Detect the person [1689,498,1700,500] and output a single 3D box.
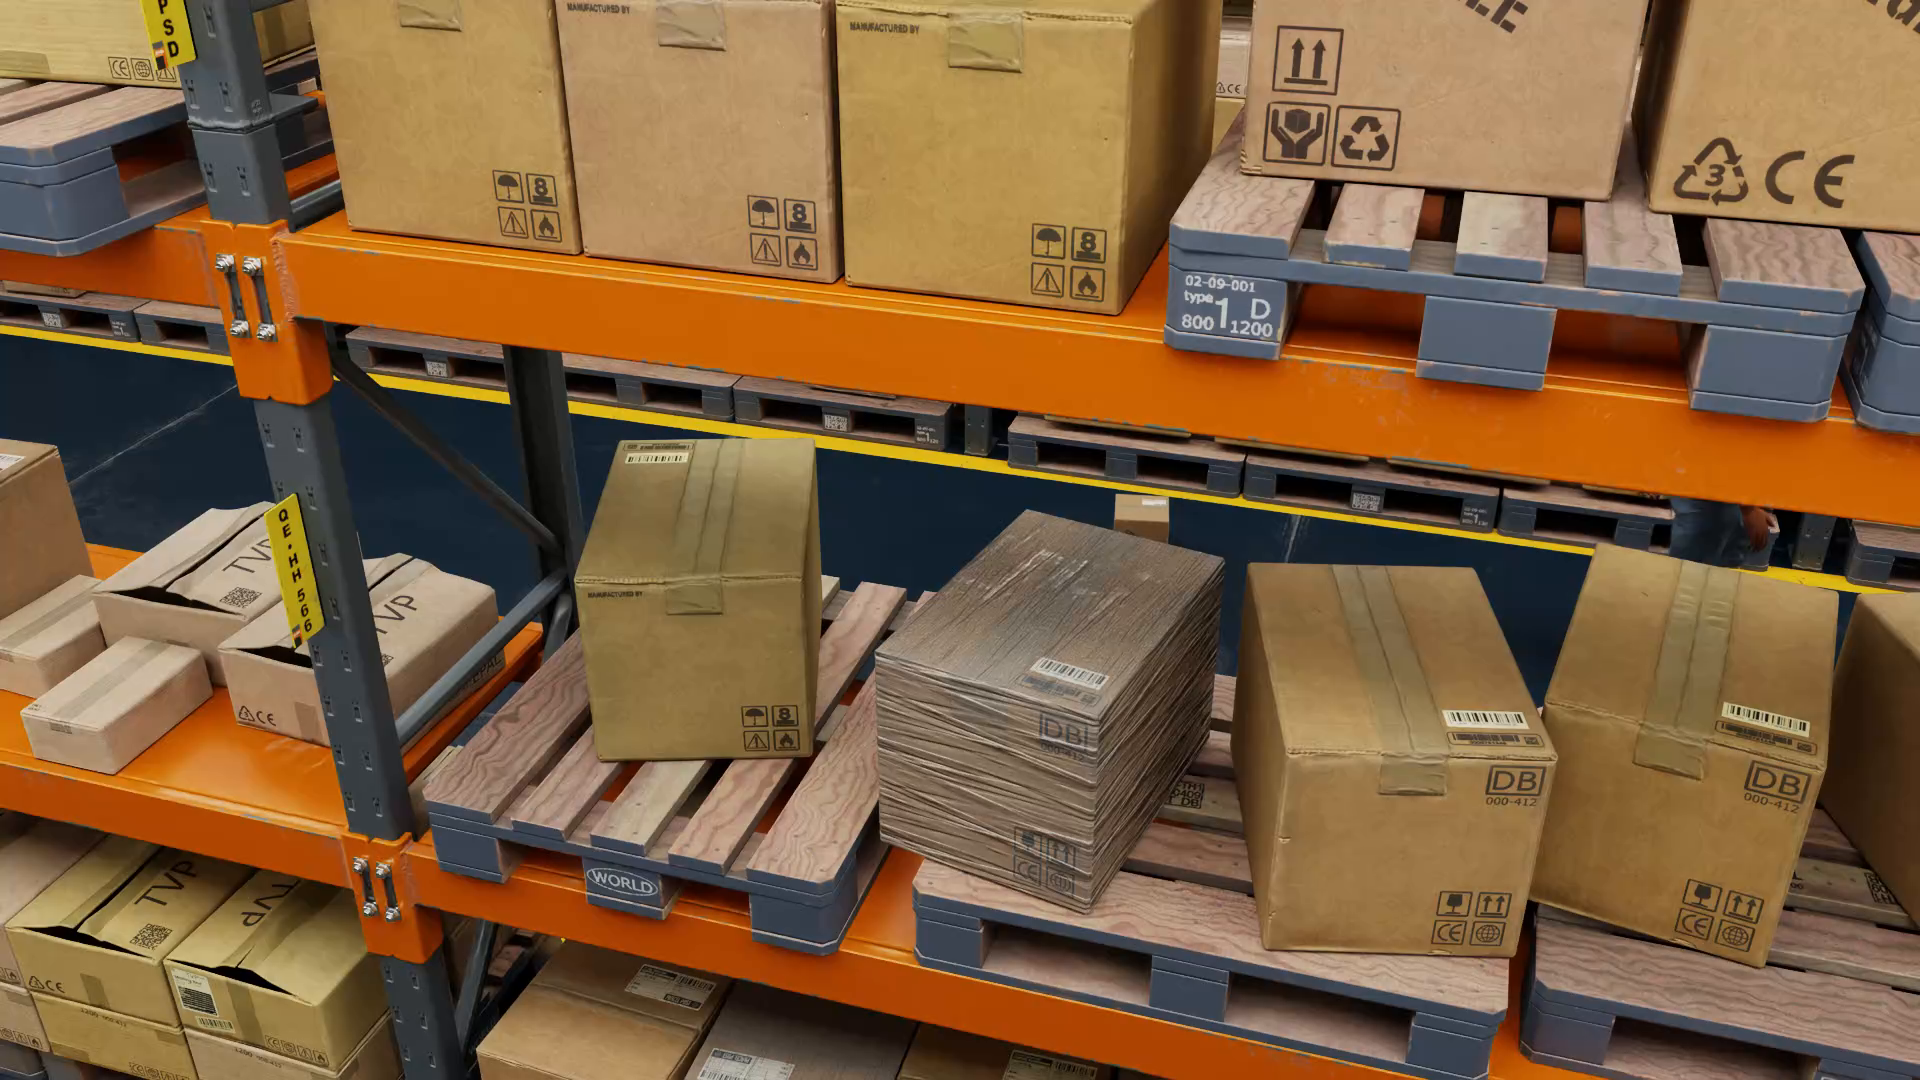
[{"bbox_3d":[-5.176,2.493,0.157,14.161,3.213,16.431,4,29,8],"label":"person"}]
